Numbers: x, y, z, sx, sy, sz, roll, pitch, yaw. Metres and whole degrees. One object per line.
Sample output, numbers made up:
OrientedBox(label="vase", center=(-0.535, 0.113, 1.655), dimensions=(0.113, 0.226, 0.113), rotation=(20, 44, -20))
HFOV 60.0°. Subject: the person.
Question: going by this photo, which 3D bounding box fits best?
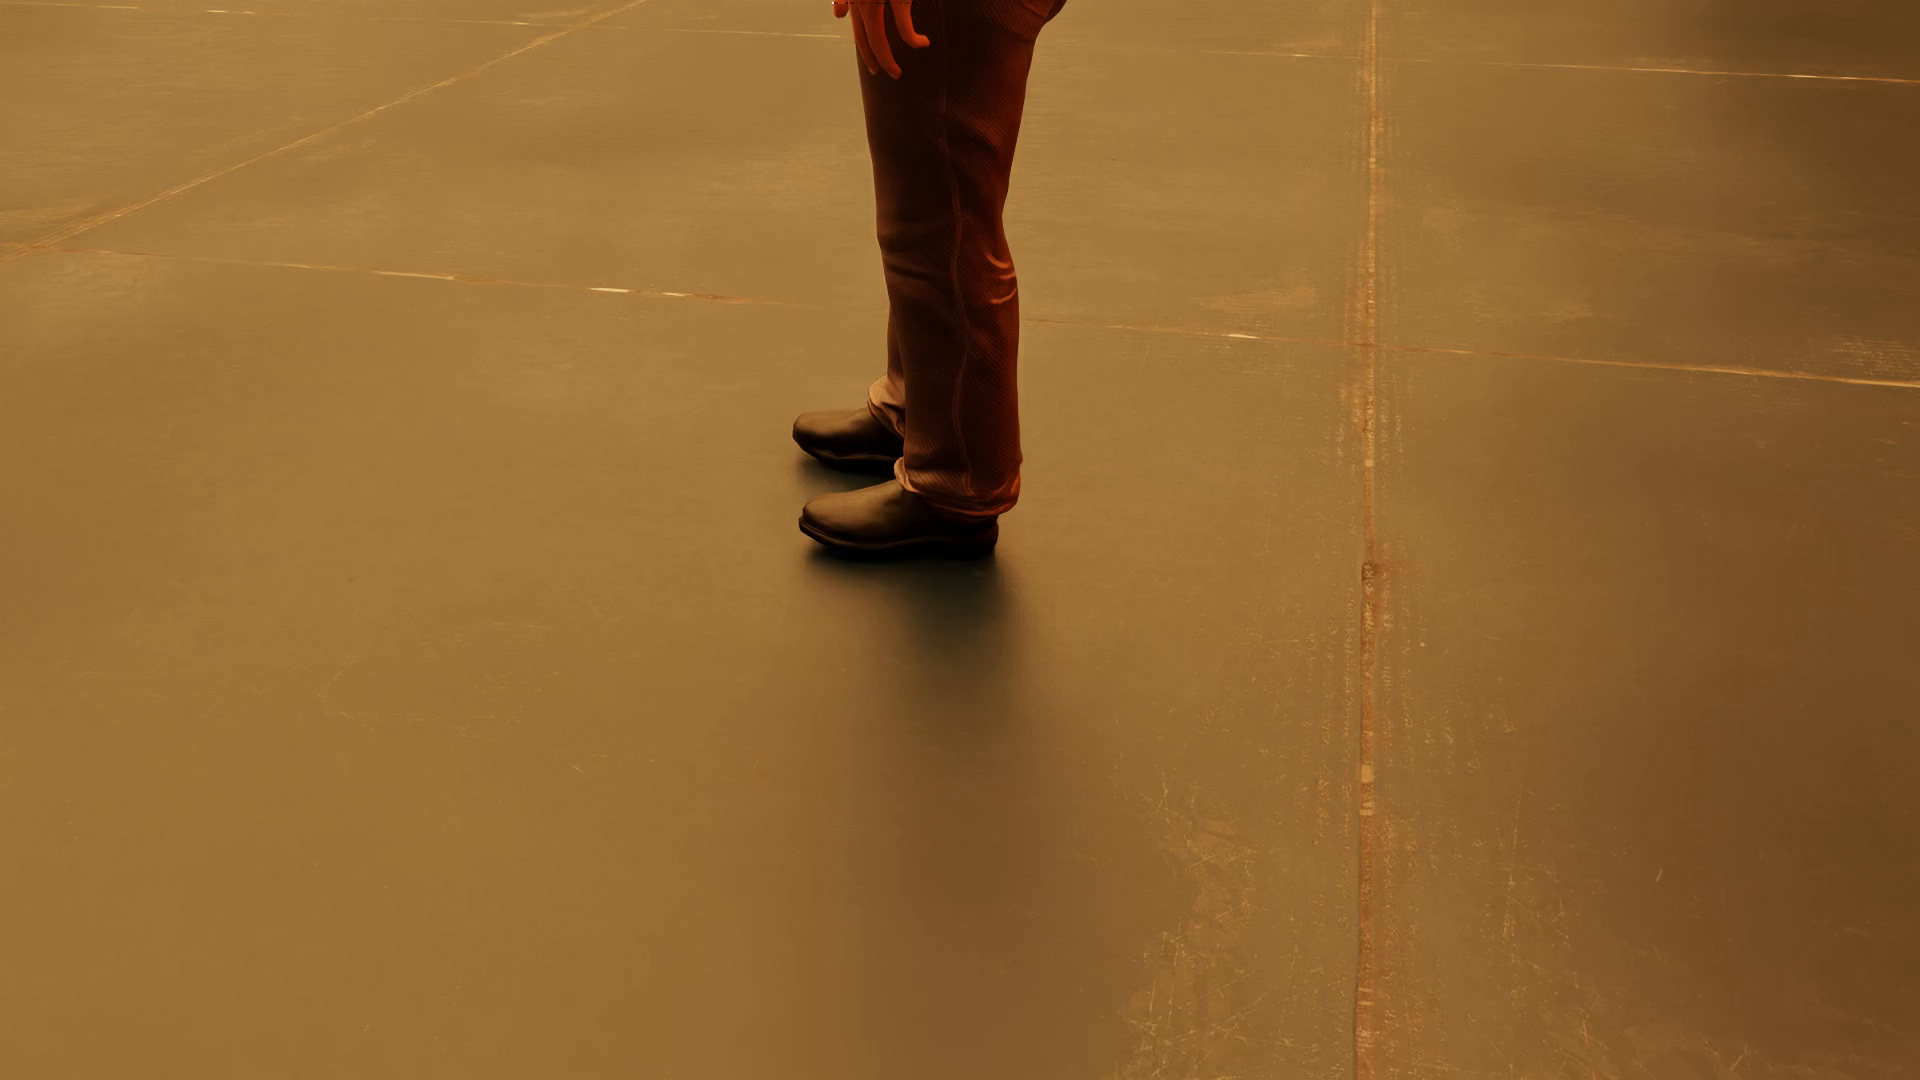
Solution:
OrientedBox(label="person", center=(-0.060, -0.784, 2.128), dimensions=(0.566, 1.722, 0.633), rotation=(6, 27, 11))
